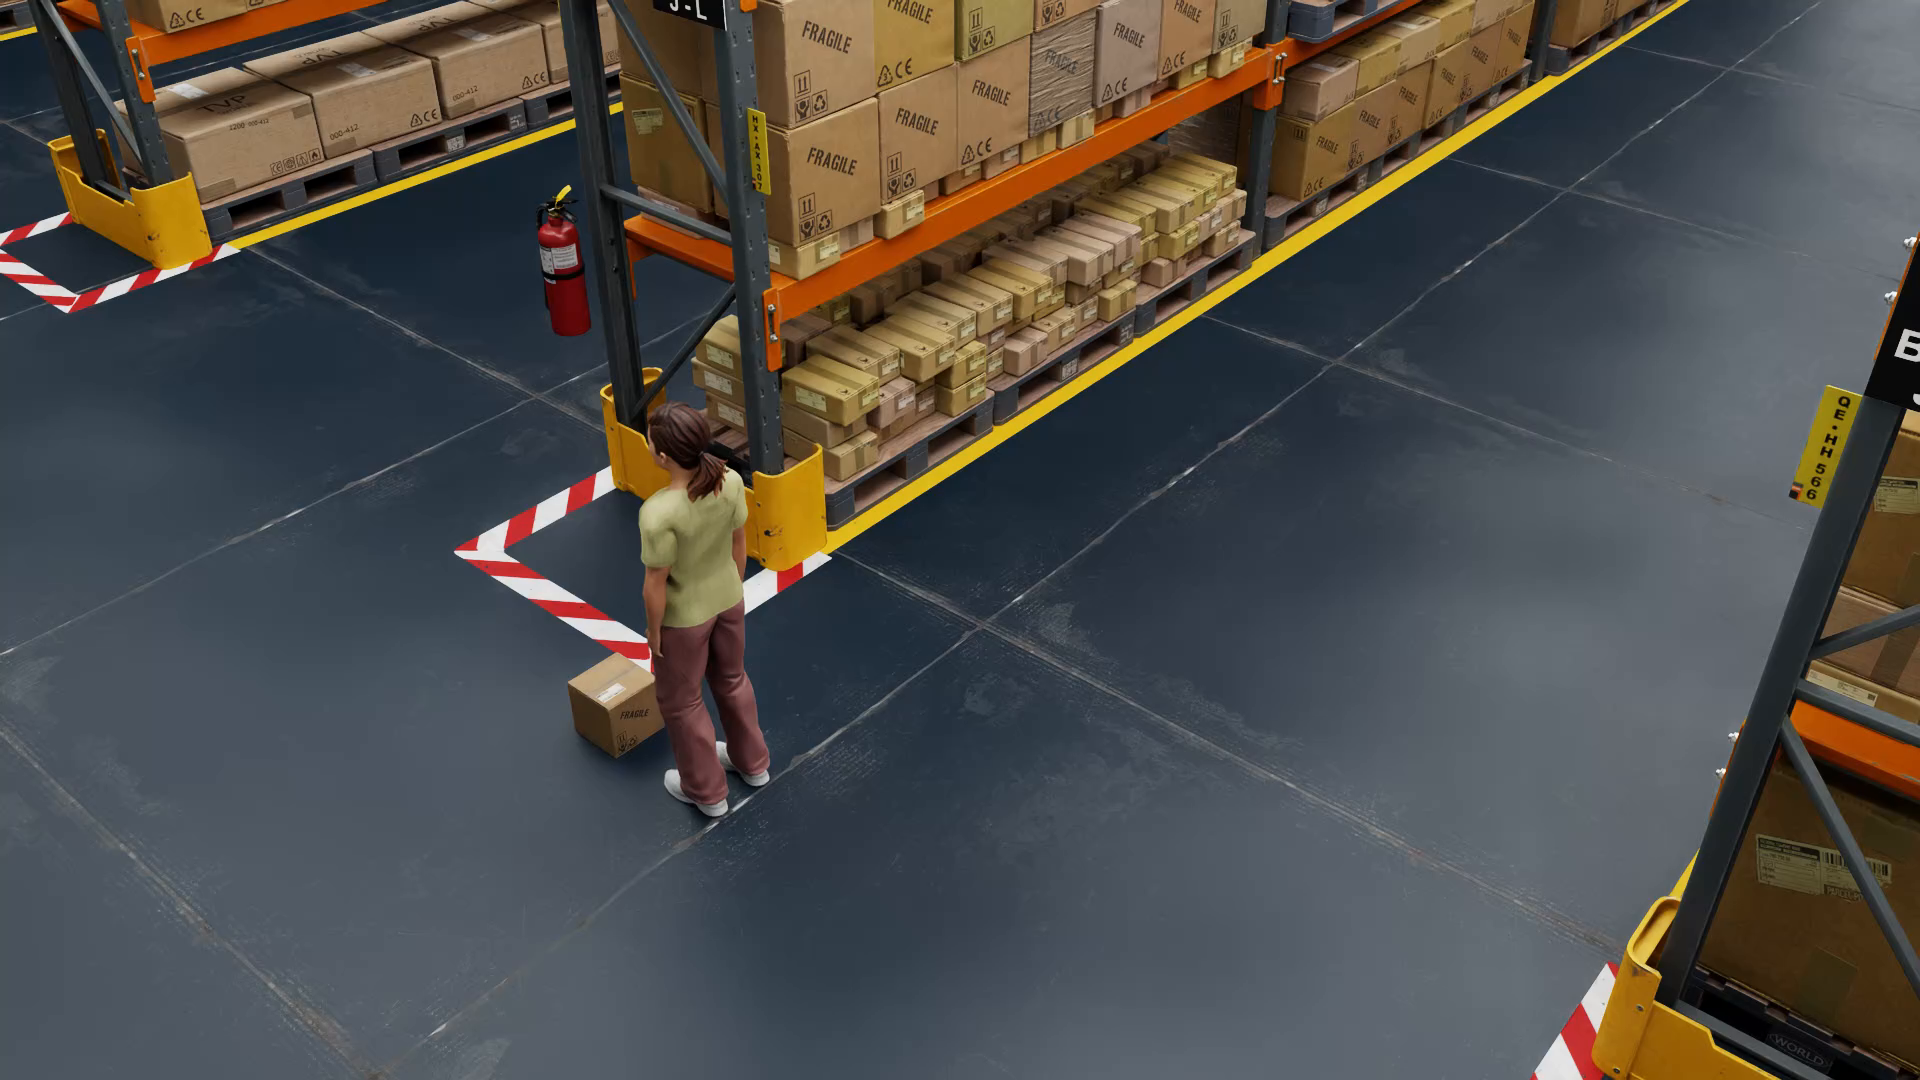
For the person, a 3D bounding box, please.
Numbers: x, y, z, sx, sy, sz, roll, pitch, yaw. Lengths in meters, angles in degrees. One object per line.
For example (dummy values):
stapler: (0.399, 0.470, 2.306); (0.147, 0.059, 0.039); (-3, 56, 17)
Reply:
person: (-0.913, 0.254, 5.792); (0.360, 1.669, 0.441); (27, 43, 33)
